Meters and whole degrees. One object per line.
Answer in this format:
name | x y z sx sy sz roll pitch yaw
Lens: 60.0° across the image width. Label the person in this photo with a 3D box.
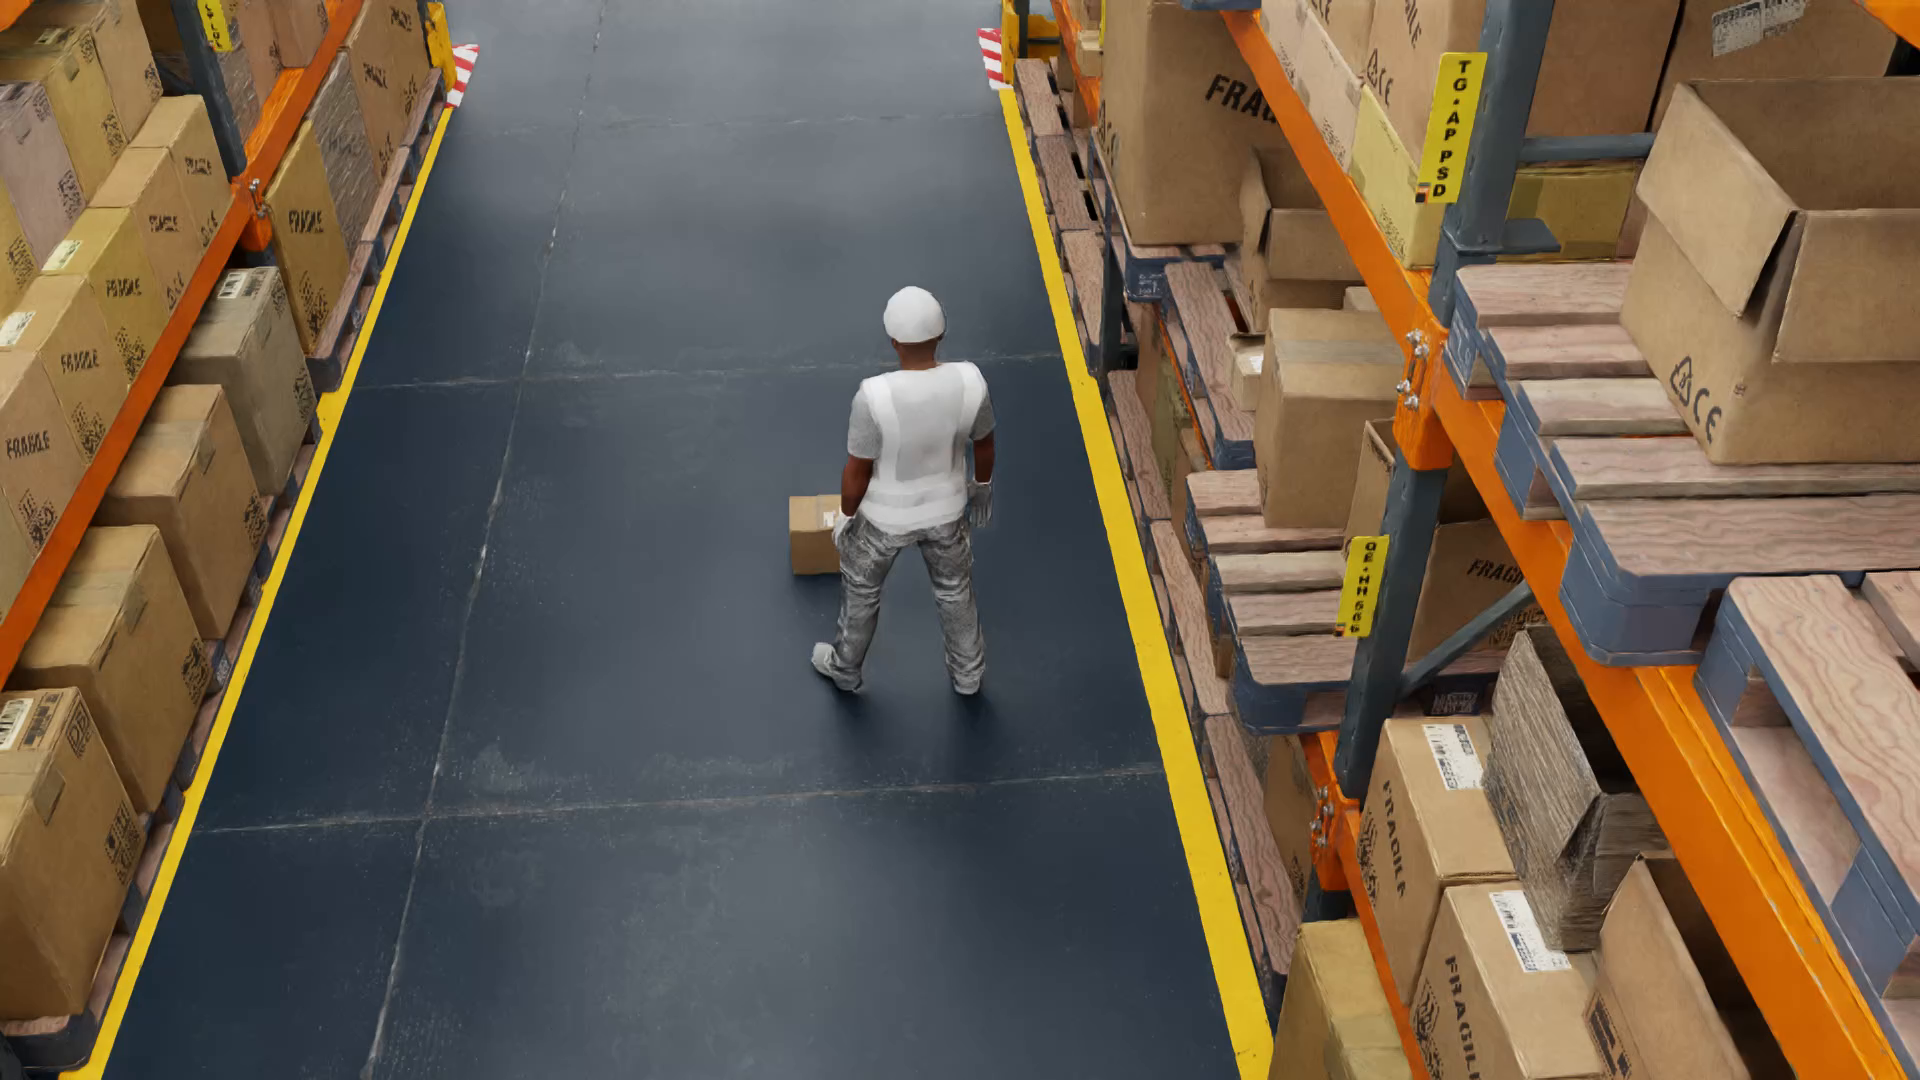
person | -0.219 -0.162 6.307 0.693 1.780 0.523 -16 41 -19
